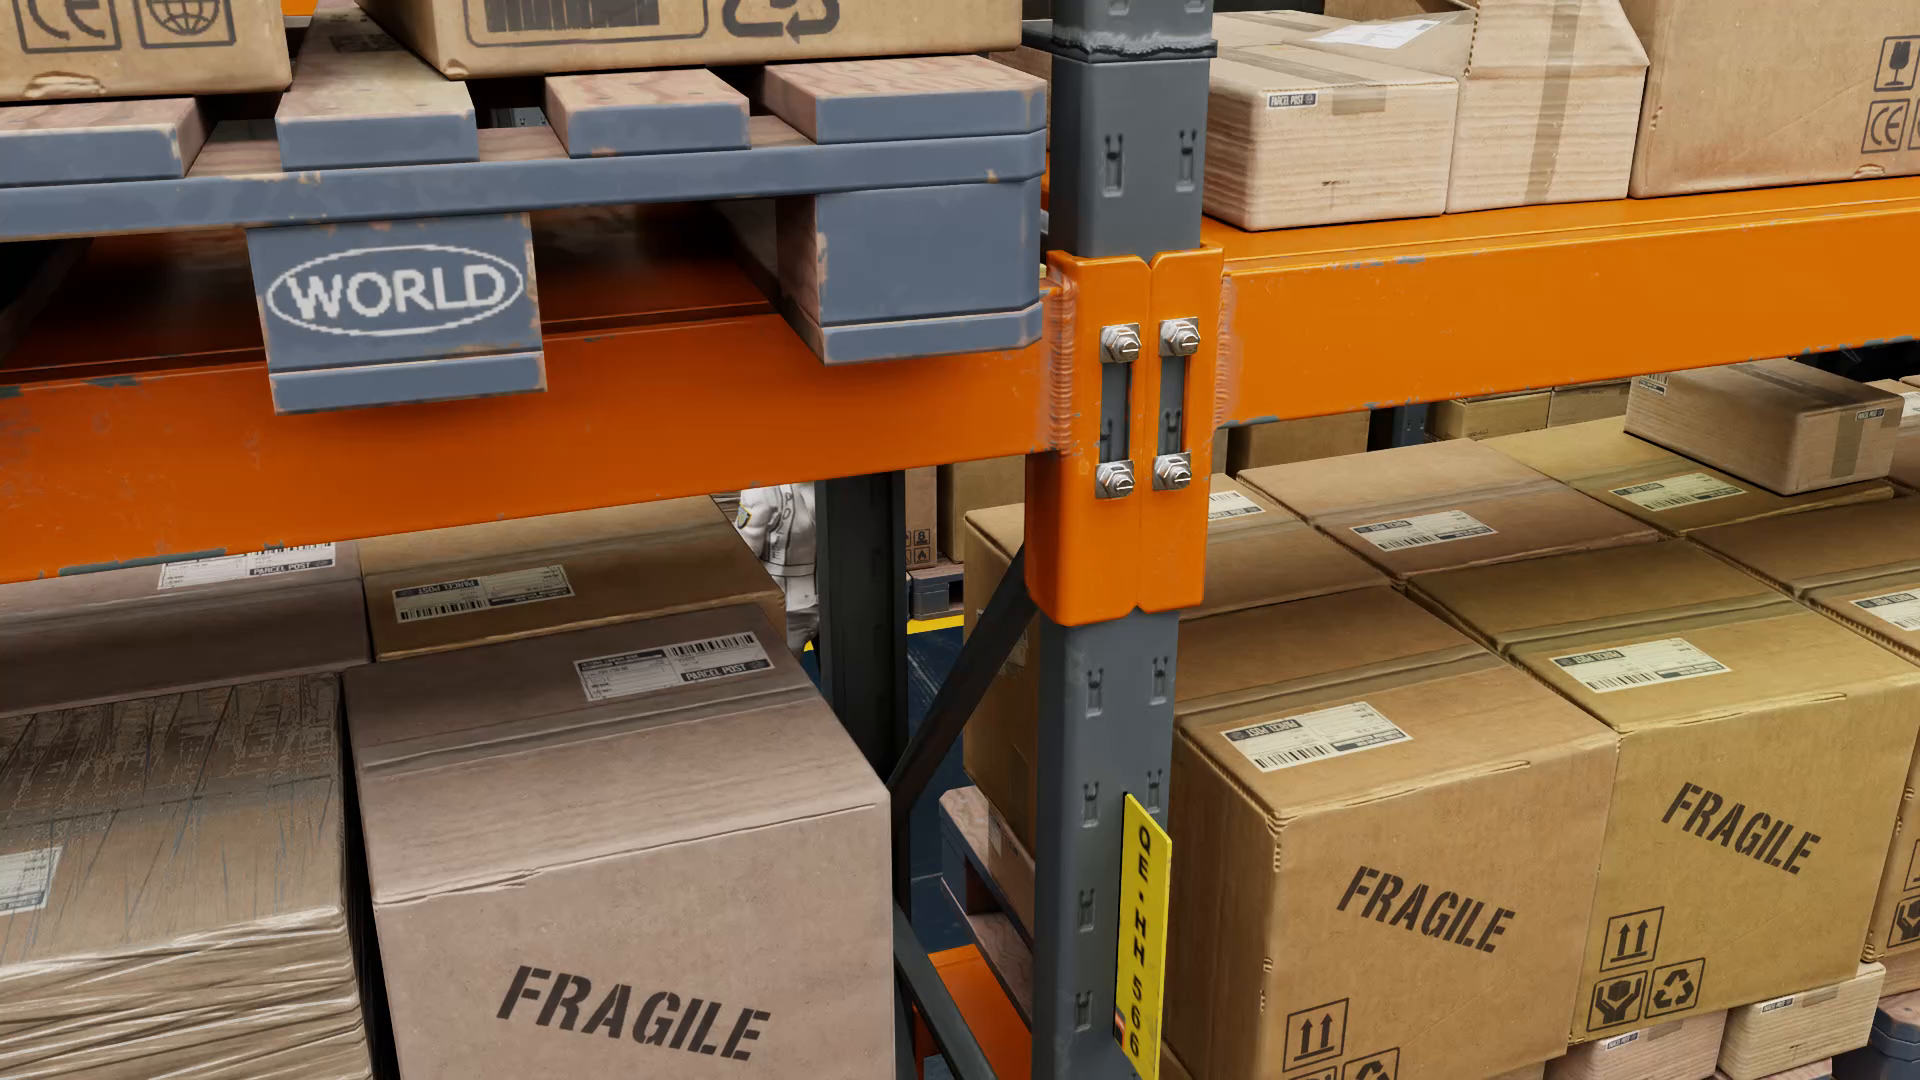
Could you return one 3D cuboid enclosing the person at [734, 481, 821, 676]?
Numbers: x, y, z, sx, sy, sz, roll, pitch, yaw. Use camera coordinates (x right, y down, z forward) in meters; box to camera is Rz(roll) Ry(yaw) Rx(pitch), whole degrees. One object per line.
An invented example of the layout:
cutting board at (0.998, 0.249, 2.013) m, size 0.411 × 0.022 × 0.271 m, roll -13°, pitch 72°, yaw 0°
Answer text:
person at (-0.491, 0.255, 5.475) m, size 0.547 × 1.667 × 0.370 m, roll -10°, pitch 25°, yaw -22°
